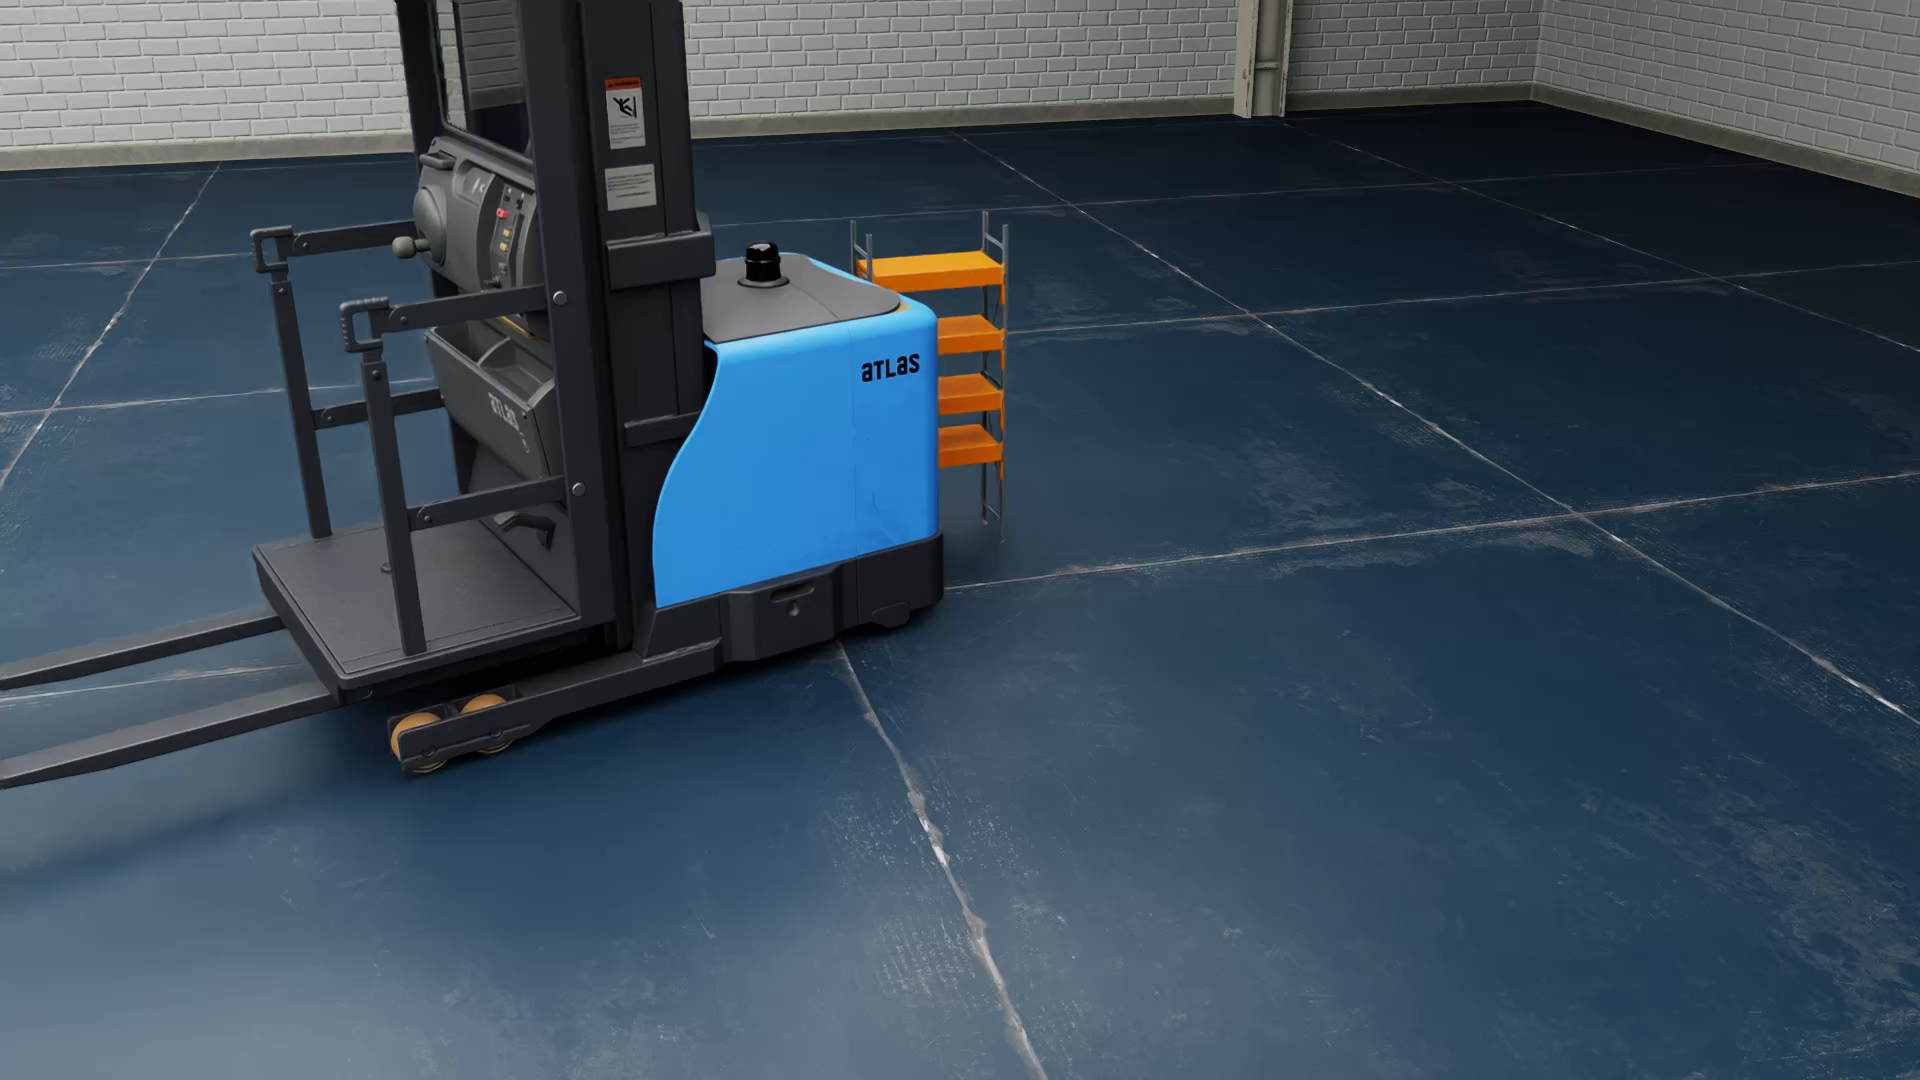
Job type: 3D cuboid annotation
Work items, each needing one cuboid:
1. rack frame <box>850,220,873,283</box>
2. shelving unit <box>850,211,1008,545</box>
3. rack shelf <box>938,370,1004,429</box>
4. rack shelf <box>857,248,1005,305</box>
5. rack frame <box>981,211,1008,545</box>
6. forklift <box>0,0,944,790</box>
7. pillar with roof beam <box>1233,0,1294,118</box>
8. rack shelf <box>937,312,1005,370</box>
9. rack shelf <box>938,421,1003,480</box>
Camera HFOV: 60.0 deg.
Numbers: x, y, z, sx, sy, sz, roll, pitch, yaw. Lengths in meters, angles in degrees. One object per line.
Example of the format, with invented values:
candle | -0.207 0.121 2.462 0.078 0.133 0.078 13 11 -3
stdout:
rack frame | -0.340 -0.521 5.943 0.015 1.200 0.240 -7 24 -16
shelving unit | -0.108 -0.551 6.012 0.503 1.200 0.258 -7 24 -16
rack shelf | -0.108 -0.489 6.038 0.480 0.148 0.258 -7 24 -16
rack shelf | -0.108 -0.912 5.857 0.480 0.148 0.258 -7 24 -16
rack frame | 0.124 -0.580 6.081 0.015 1.200 0.240 -7 24 -16
forklift | -1.566 -0.924 4.687 3.031 2.935 1.130 -15 27 -31
pillar with roof beam | 3.940 -6.459 9.890 0.400 9.000 9.100 -6 24 -14
rack shelf | -0.108 -0.694 5.950 0.480 0.148 0.258 -7 24 -16
rack shelf | -0.108 -0.306 6.116 0.480 0.148 0.258 -7 24 -16
